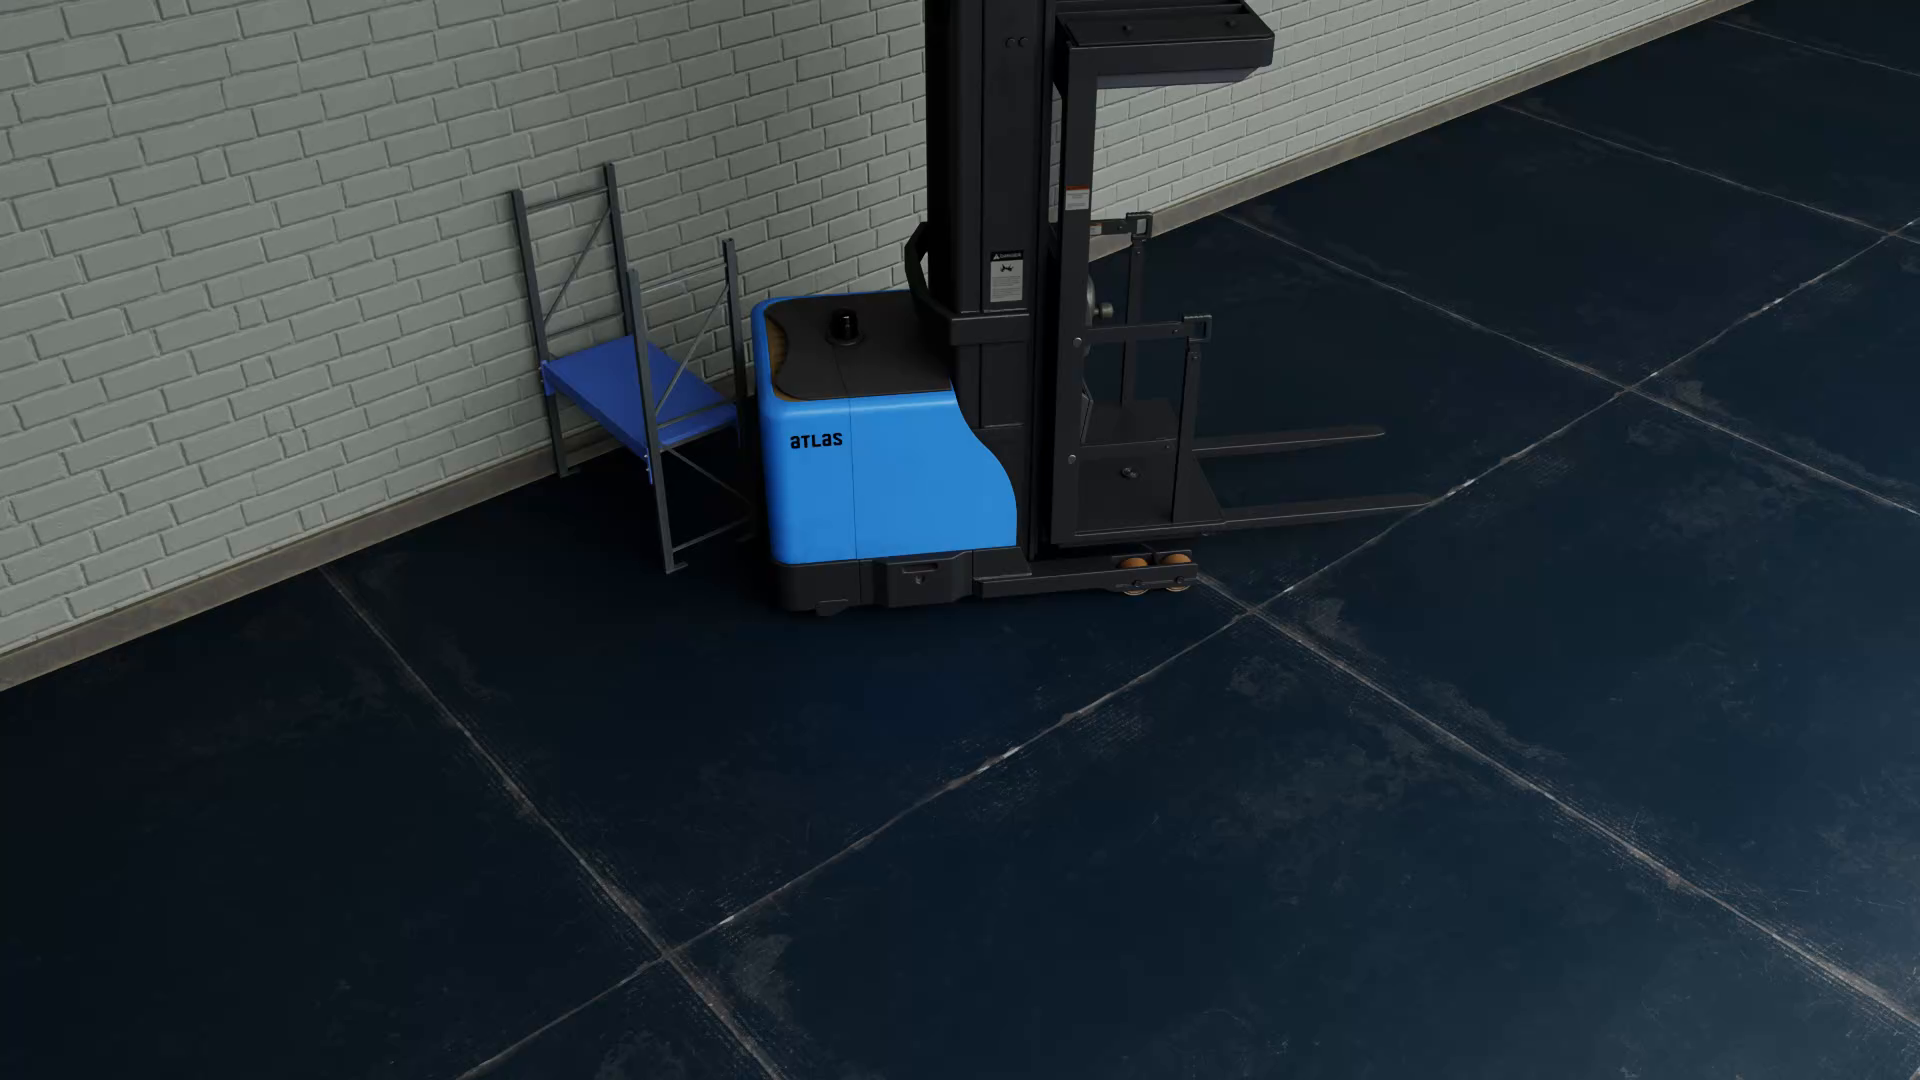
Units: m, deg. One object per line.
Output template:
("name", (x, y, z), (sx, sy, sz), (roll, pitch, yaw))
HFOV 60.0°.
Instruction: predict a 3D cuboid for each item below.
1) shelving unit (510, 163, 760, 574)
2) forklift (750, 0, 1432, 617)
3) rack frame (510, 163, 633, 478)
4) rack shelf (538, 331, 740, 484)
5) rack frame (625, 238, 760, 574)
("shelving unit", (-1.460, -0.782, 7.556), (0.538, 1.500, 1.048), (-25, 42, -31))
("forklift", (0.616, -1.249, 6.977), (3.031, 2.935, 1.130), (-5, 36, -7))
("rack frame", (-1.778, -1.011, 7.880), (0.500, 1.500, 0.032), (-25, 42, -31))
("rack shelf", (-1.460, -0.635, 7.660), (0.538, 0.185, 1.000), (-25, 42, -31))
("rack frame", (-1.142, -0.553, 7.233), (0.500, 1.500, 0.032), (-25, 42, -31))
